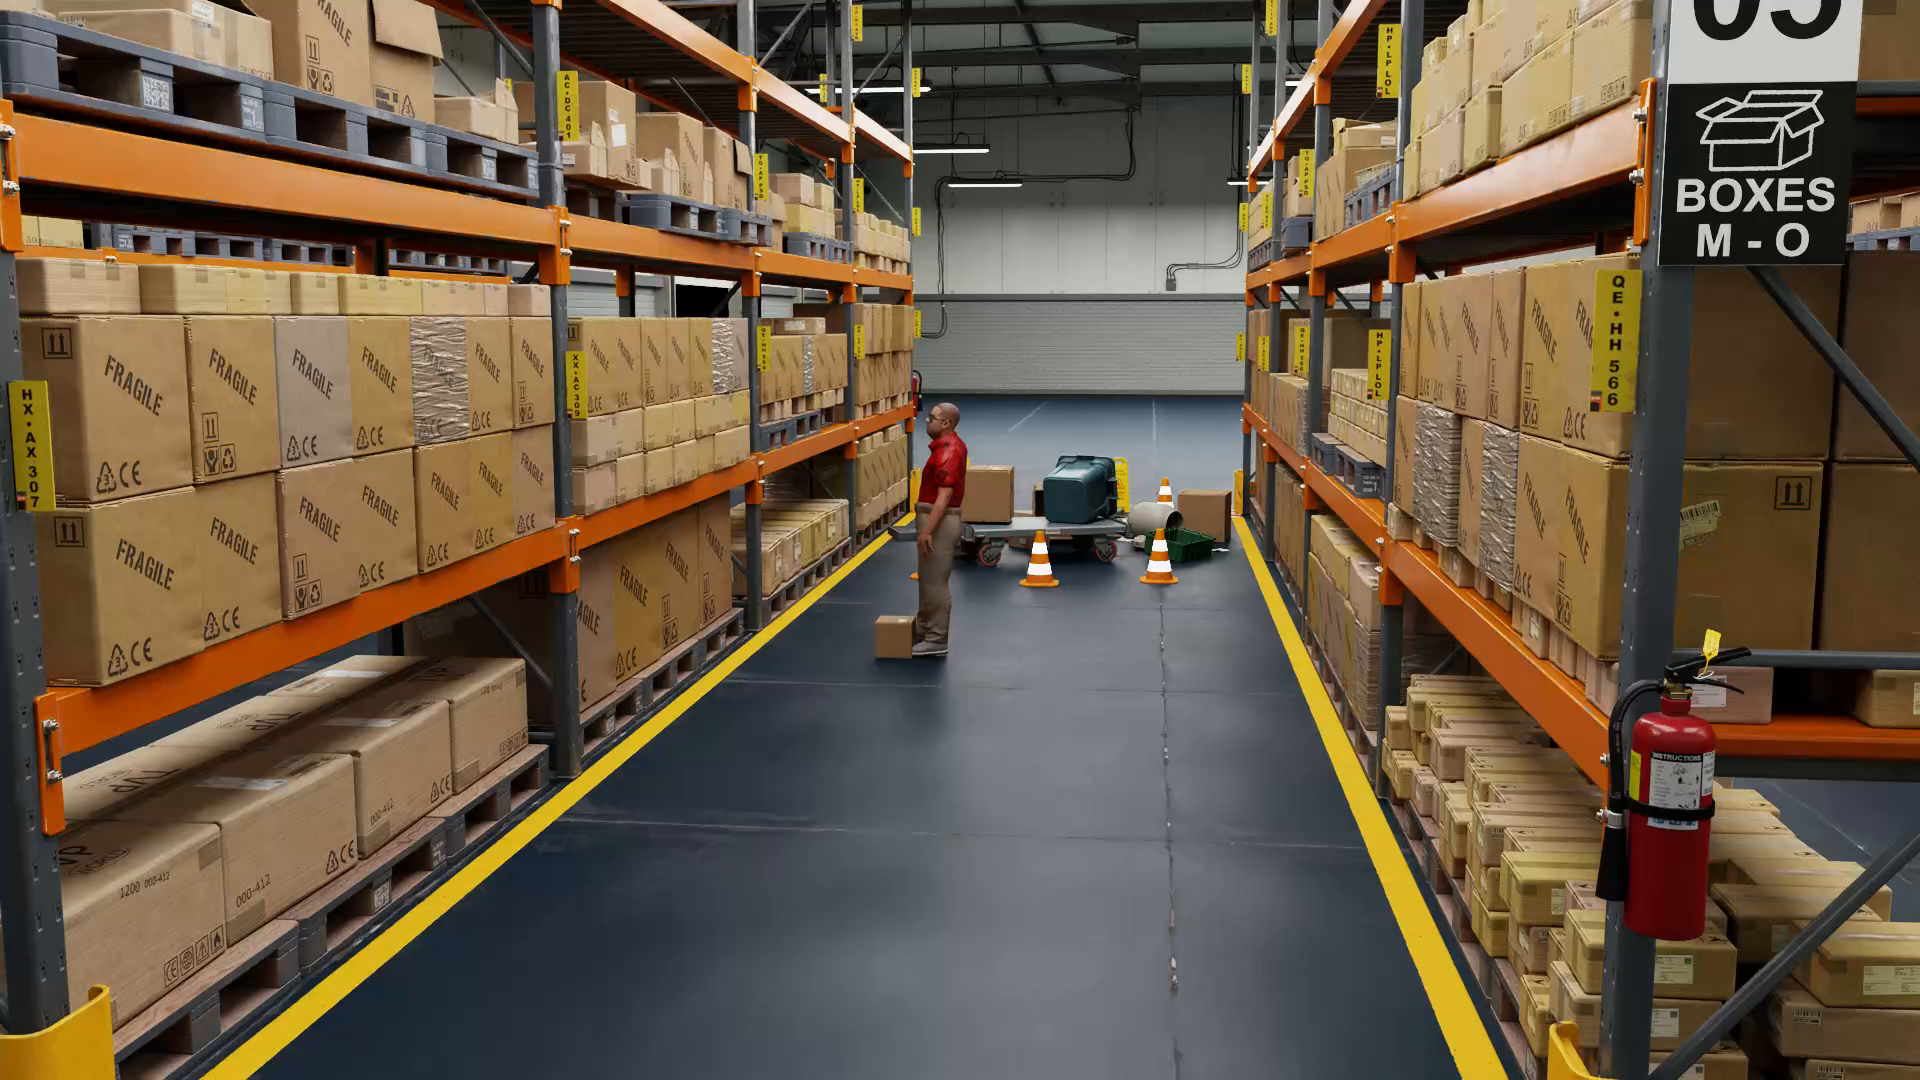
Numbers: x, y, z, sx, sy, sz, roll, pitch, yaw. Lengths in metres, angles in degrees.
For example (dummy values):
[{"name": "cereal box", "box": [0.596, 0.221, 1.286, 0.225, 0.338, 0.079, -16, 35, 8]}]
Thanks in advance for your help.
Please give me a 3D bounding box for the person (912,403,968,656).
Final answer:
[{"name": "person", "box": [-0.236, -0.074, 11.348, 0.551, 1.727, 0.640, 1, 8, 6]}]
